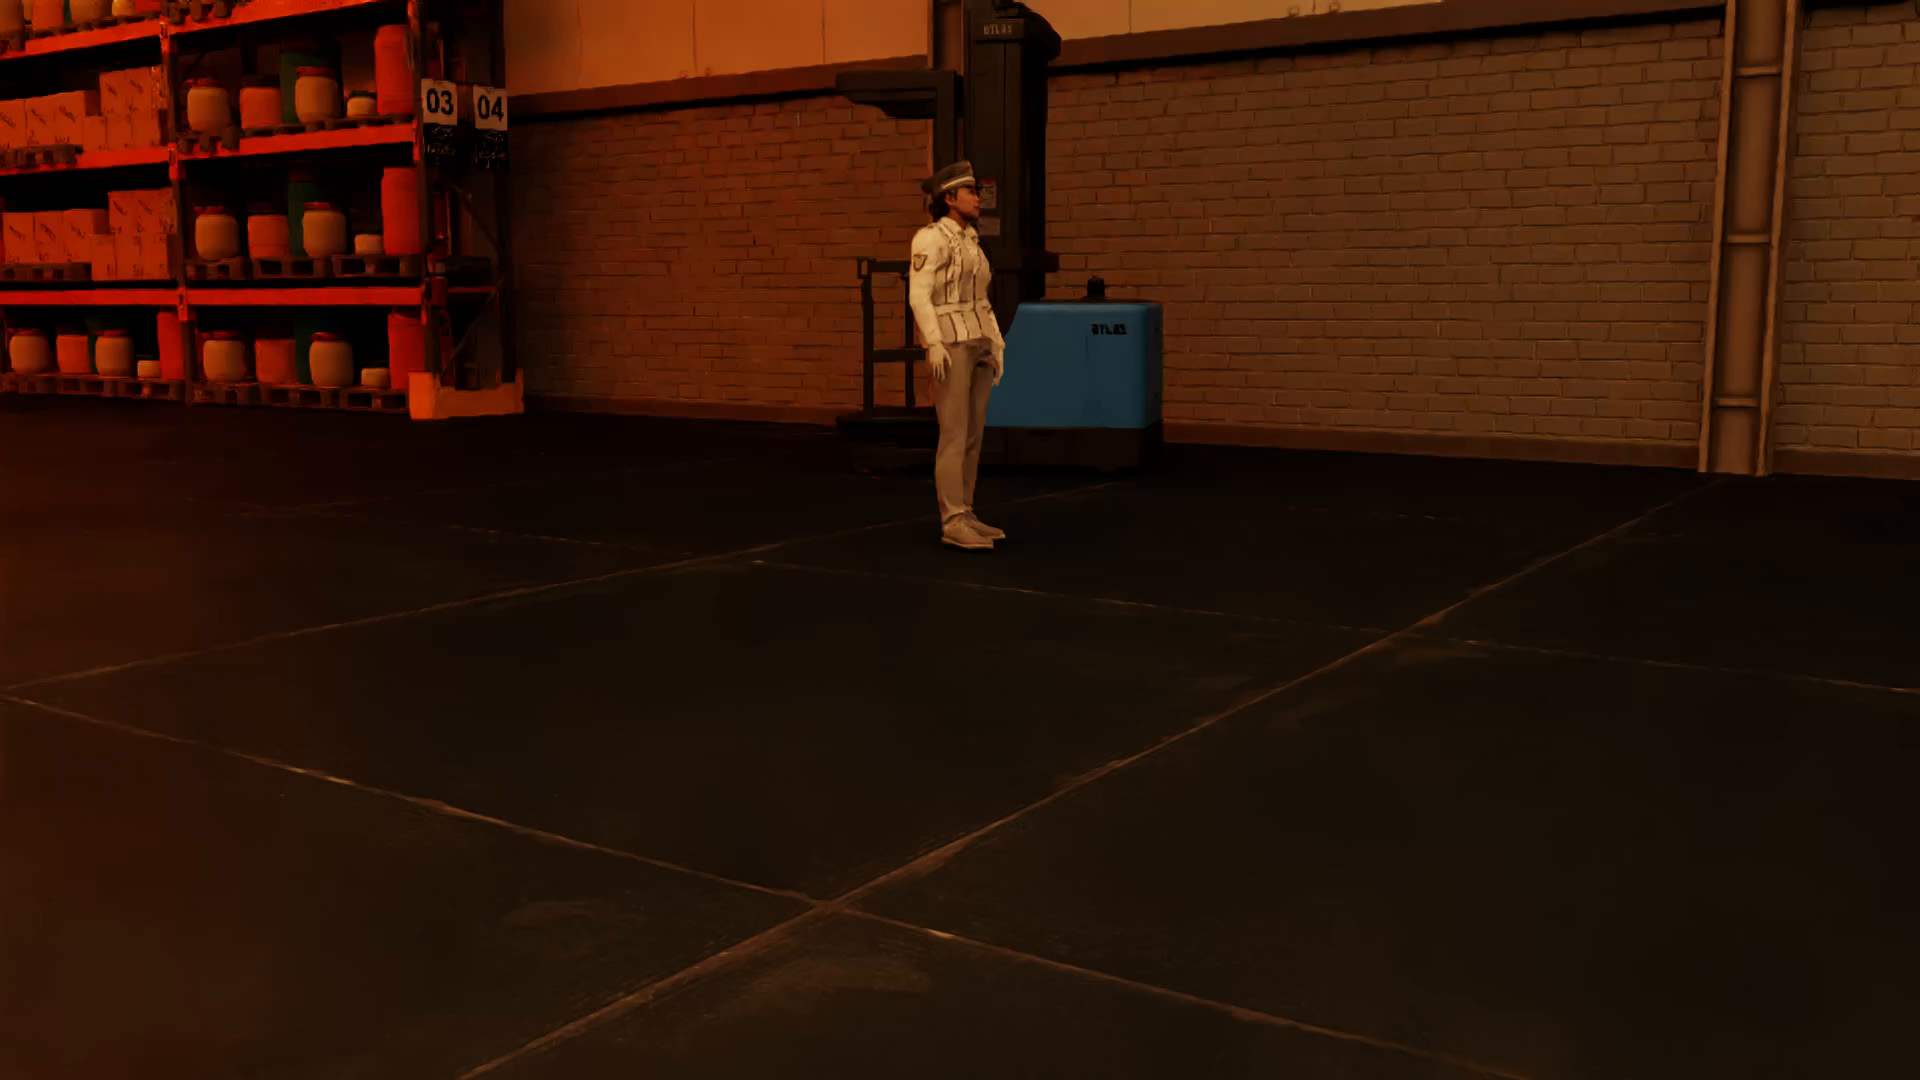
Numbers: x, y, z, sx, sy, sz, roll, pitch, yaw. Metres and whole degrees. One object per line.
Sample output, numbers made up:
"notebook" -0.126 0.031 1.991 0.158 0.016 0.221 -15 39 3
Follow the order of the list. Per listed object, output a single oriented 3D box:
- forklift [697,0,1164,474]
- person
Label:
"forklift" -0.210 -1.948 10.894 3.031 2.935 1.130 2 8 14
"person" 0.052 -0.840 7.440 0.532 1.695 0.586 5 10 34
